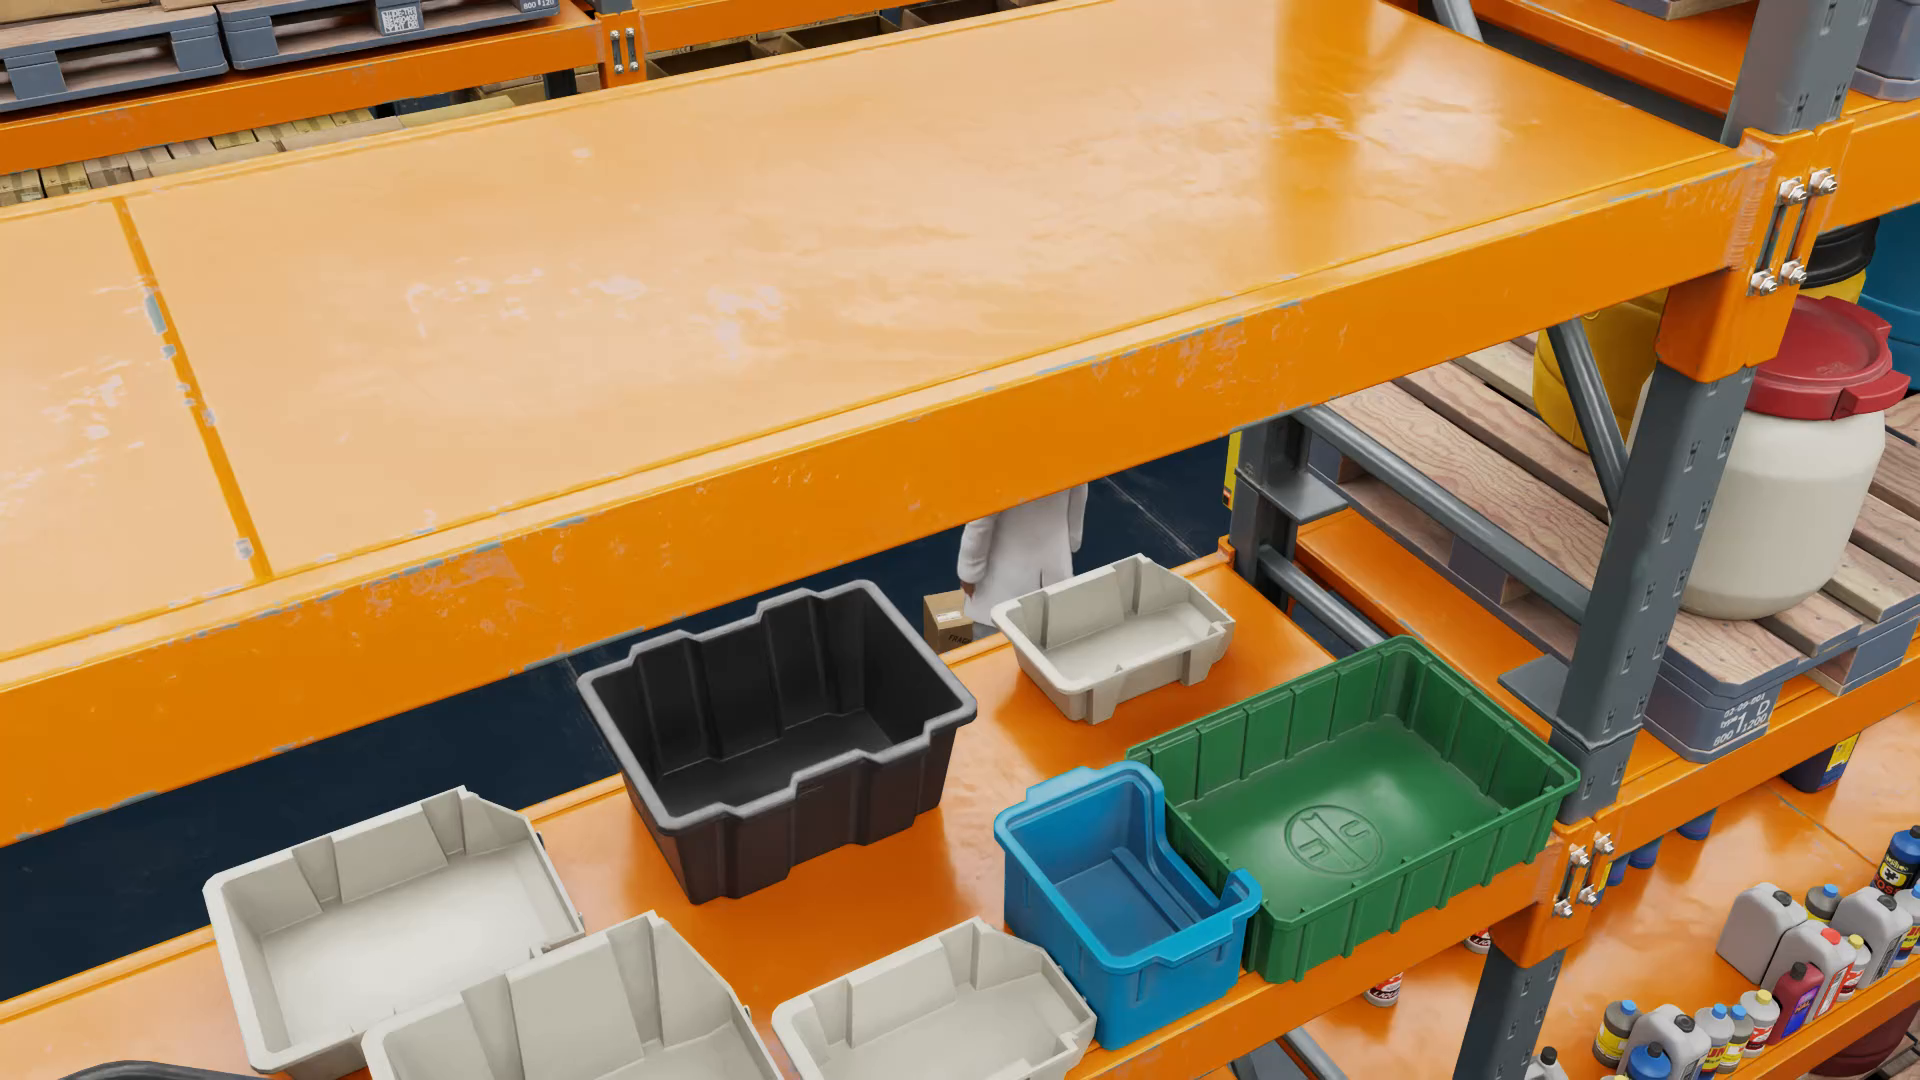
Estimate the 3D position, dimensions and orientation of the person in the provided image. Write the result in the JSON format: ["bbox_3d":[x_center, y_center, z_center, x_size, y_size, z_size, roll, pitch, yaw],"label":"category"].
[{"bbox_3d":[0.237,0.082,6.832,0.560,1.775,0.375,-18,40,-23],"label":"person"}]
